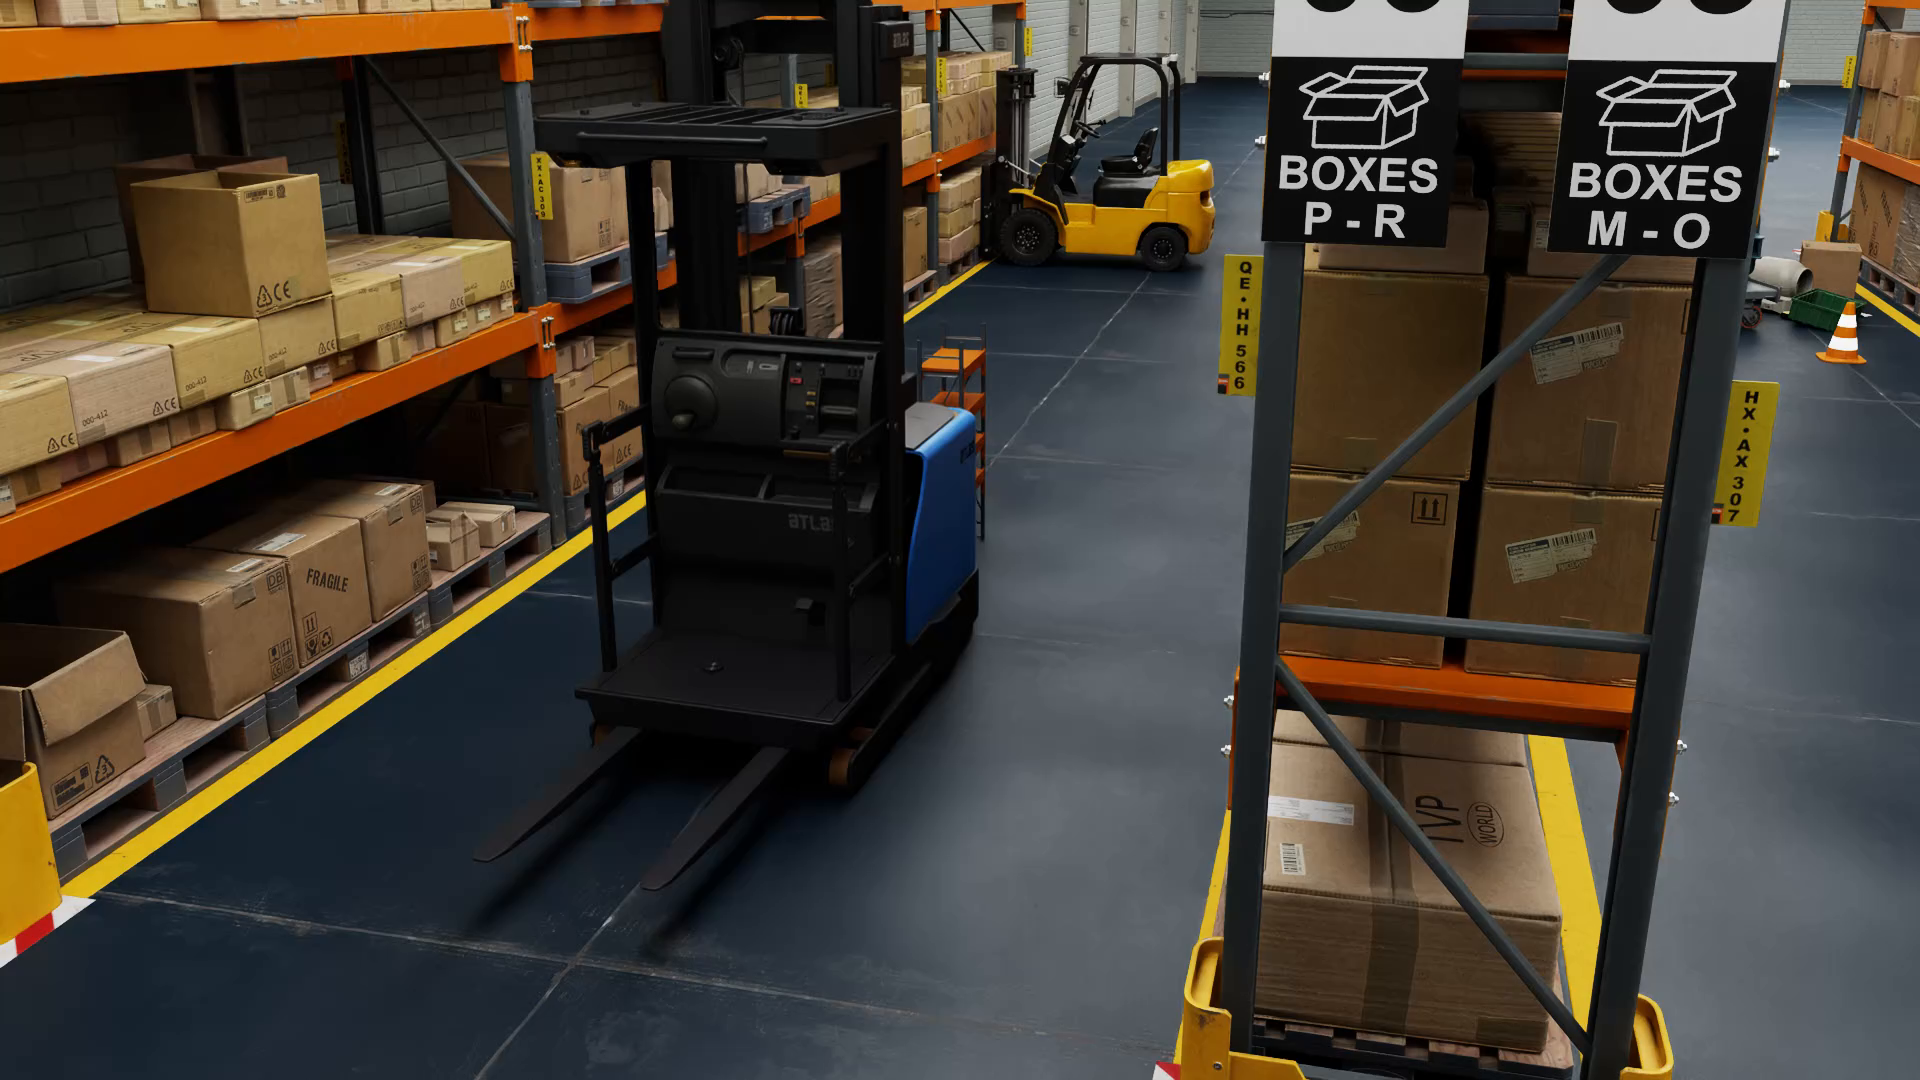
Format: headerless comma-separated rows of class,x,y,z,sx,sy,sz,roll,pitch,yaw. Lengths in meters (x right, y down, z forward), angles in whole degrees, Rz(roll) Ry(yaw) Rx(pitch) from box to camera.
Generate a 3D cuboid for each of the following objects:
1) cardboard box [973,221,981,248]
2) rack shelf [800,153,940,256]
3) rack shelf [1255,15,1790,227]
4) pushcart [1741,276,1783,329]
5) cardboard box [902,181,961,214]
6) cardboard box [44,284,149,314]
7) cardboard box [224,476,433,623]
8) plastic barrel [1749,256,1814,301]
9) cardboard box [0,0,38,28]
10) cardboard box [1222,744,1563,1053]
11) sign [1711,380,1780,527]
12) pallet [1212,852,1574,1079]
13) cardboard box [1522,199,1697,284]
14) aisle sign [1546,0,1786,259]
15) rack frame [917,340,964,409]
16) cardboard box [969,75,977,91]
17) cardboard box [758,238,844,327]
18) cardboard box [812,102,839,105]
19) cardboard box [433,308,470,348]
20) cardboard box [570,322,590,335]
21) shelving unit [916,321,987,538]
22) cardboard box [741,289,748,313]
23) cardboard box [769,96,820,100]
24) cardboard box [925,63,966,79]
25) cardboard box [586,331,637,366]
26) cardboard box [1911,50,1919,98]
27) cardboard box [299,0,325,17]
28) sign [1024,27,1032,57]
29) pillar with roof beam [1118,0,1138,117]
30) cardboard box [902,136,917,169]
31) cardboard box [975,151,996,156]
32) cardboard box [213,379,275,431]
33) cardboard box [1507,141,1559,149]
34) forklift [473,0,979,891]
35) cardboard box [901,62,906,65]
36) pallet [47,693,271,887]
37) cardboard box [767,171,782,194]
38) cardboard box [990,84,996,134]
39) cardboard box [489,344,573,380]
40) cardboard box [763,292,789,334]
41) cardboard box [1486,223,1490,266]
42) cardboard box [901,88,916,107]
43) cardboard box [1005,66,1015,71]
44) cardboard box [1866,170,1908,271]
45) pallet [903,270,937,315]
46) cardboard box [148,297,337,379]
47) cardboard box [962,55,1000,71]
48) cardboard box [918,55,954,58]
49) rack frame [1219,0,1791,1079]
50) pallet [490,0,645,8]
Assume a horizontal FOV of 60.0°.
cardboard box,-0.049,-3.283,17.762,0.500,0.250,0.500,5,19,14
rack shelf,-1.197,-2.970,14.355,1.077,0.370,4.000,5,19,13
rack shelf,1.663,-1.491,5.384,1.077,0.370,4.000,5,19,13
pushcart,6.329,-2.141,14.872,1.648,0.377,0.936,-2,19,-6
cardboard box,-0.285,-3.435,16.660,0.500,0.250,0.500,4,19,13
cardboard box,-3.404,-0.891,6.927,0.500,0.250,0.500,5,19,13
cardboard box,-2.898,0.034,7.665,0.700,0.500,0.500,4,19,11
plastic barrel,7.721,-2.445,15.690,0.421,0.421,0.512,-13,23,-34
cardboard box,-3.219,-1.721,5.334,0.380,0.149,0.250,5,19,14
cardboard box,1.239,1.014,4.893,0.875,0.438,0.875,4,19,12
sign,1.711,-0.187,3.631,0.100,0.325,0.005,5,19,13
pallet,1.294,1.278,5.120,1.003,0.211,1.213,5,19,13
cardboard box,1.530,-0.702,3.897,0.380,0.149,0.250,5,20,15
aisle sign,1.438,-0.970,3.364,0.394,0.787,0.004,5,19,13
rack frame,-0.100,-0.439,8.618,0.240,1.200,0.015,5,19,13
cardboard box,-0.034,-4.769,17.352,0.380,0.149,0.250,4,19,12
cardboard box,-1.368,-2.158,13.890,0.875,0.625,0.625,5,20,15
cardboard box,-1.017,-3.520,13.693,0.380,0.149,0.250,5,20,15
cardboard box,-2.578,-1.024,7.934,0.380,0.149,0.250,5,20,15
cardboard box,-2.577,-1.300,10.566,0.380,0.149,0.250,5,19,14
shelving unit,-0.040,-0.516,8.842,0.258,1.200,0.503,5,19,13
cardboard box,-1.704,-1.664,11.633,0.380,0.149,0.250,4,19,12
cardboard box,-1.419,-3.724,14.291,0.380,0.149,0.250,5,19,14
cardboard box,-0.150,-4.751,16.838,0.380,0.149,0.250,5,20,15
cardboard box,-2.121,-1.180,10.217,0.380,0.149,0.250,5,19,13
cardboard box,9.463,-4.389,15.493,0.875,0.550,0.500,5,19,13
cardboard box,-2.814,-2.197,6.726,0.380,0.149,0.250,5,19,14
sign,0.792,-5.804,19.380,0.100,0.325,0.005,5,19,13
pillar with roof beam,7.798,-13.185,33.866,9.100,9.000,0.400,5,19,13
cardboard box,-0.695,-3.529,15.112,0.500,0.250,0.500,5,19,13
cardboard box,0.459,-4.393,19.464,0.500,0.250,0.500,5,20,15
cardboard box,-2.930,-0.538,6.511,0.380,0.149,0.250,4,19,12
cardboard box,1.949,-1.185,5.310,0.380,0.149,0.250,4,19,12
forklift,-0.833,-0.569,6.318,1.130,2.935,3.031,6,20,16
cardboard box,-0.769,-4.799,16.978,0.380,0.149,0.250,4,19,12
pallet,-3.427,0.870,6.314,1.003,0.211,1.213,5,19,13
cardboard box,-1.474,-2.527,11.684,0.380,0.149,0.250,5,19,14
cardboard box,0.143,-4.741,18.271,0.500,0.500,0.500,4,19,12
cardboard box,-2.376,-0.989,9.197,0.380,0.149,0.250,4,19,12
cardboard box,-1.580,-1.550,12.301,0.500,0.500,0.500,5,20,15
cardboard box,1.687,-0.596,4.590,0.500,0.500,0.500,4,19,12
cardboard box,-0.622,-4.084,15.347,0.380,0.149,0.250,4,19,13
cardboard box,0.423,-5.332,18.999,0.380,0.149,0.250,5,19,14
cardboard box,9.594,-3.140,16.378,0.875,0.875,0.875,4,19,13
pallet,-0.850,-2.384,15.839,1.003,0.211,1.213,5,19,13
cardboard box,-2.920,-0.846,6.795,0.500,0.250,0.500,4,19,12
cardboard box,0.229,-5.230,18.242,0.380,0.149,0.250,5,20,15
cardboard box,-0.282,-5.273,18.367,0.380,0.149,0.250,5,20,15
rack frame,1.171,0.215,3.918,0.949,2.616,0.053,5,19,13
pallet,-2.435,-2.959,8.860,1.213,0.211,1.003,5,19,13
